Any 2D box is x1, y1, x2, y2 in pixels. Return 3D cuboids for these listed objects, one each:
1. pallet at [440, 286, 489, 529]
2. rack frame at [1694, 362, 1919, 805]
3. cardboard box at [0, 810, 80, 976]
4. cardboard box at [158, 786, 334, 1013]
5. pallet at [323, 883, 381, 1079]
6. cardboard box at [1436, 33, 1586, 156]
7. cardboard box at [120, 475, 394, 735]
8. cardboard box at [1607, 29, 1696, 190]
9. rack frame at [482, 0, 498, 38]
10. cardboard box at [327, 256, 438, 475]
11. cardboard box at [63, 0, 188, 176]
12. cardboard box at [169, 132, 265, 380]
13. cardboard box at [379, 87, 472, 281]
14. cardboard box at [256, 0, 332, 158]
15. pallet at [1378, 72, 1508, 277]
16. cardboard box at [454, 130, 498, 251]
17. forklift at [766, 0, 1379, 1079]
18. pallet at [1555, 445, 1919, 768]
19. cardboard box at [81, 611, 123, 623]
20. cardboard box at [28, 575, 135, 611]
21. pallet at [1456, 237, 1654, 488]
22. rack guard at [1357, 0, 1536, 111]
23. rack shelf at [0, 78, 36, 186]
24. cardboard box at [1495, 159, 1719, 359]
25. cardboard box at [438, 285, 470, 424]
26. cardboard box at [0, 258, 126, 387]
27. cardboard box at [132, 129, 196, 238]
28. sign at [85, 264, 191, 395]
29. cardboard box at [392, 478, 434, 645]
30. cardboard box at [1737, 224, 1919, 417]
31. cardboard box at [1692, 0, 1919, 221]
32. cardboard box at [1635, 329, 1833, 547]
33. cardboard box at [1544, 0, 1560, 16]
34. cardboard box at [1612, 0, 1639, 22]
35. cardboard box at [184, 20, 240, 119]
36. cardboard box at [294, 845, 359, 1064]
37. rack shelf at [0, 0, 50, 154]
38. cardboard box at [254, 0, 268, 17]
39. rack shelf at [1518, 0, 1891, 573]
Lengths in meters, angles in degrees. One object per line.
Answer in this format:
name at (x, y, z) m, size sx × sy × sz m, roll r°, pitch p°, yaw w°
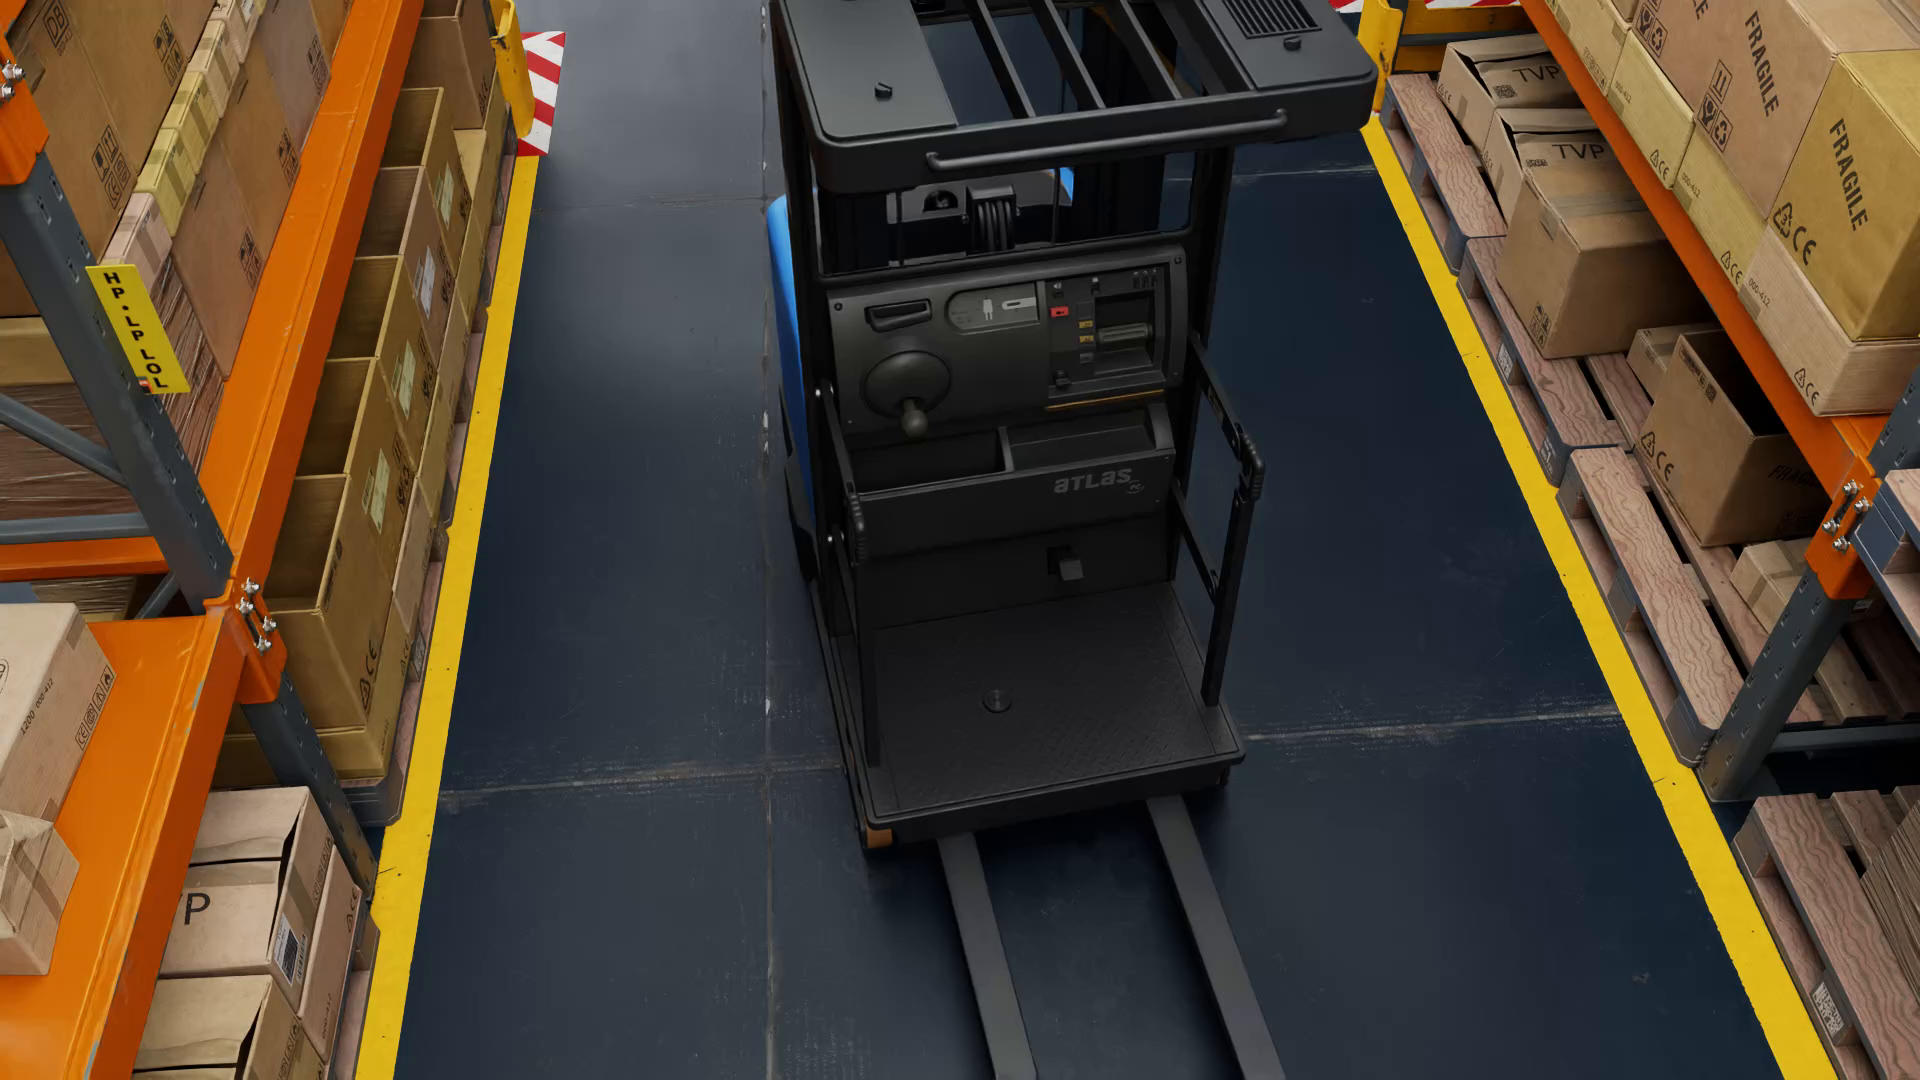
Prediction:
pallet at (-2.319, -0.511, 6.088) m, size 1.003 × 0.211 × 1.213 m, roll -3°, pitch 47°, yaw -3°
rack frame at (2.747, -0.311, 3.979) m, size 1.000 × 3.000 × 0.127 m, roll -3°, pitch 47°, yaw -3°
cardboard box at (-1.932, 0.664, 3.148) m, size 0.396 × 0.266 × 0.258 m, roll -5°, pitch 47°, yaw -4°
cardboard box at (-1.869, 0.877, 4.072) m, size 0.500 × 0.311 × 0.500 m, roll -3°, pitch 47°, yaw -3°
pallet at (-2.088, 1.482, 4.201) m, size 1.003 × 0.211 × 1.213 m, roll -3°, pitch 47°, yaw -3°
cardboard box at (2.380, -1.926, 7.057) m, size 0.500 × 0.311 × 0.500 m, roll -8°, pitch 47°, yaw -8°
cardboard box at (-1.916, 0.182, 4.600) m, size 0.500 × 0.500 × 0.500 m, roll -3°, pitch 47°, yaw -3°
cardboard box at (2.314, -1.314, 5.018) m, size 0.500 × 0.250 × 0.500 m, roll -4°, pitch 47°, yaw -4°
rack frame at (-2.524, -2.901, 6.432) m, size 1.000 × 3.000 × 0.127 m, roll -3°, pitch 47°, yaw -3°
cardboard box at (-2.000, -0.542, 5.285) m, size 0.500 × 0.500 × 0.500 m, roll -3°, pitch 47°, yaw -3°
cardboard box at (-2.276, -1.174, 3.833) m, size 0.700 × 0.500 × 0.500 m, roll -4°, pitch 47°, yaw -3°
cardboard box at (-2.283, -0.743, 4.319) m, size 0.700 × 0.500 × 0.500 m, roll -4°, pitch 47°, yaw -4°
cardboard box at (-2.084, -1.265, 5.971) m, size 0.500 × 0.500 × 0.500 m, roll -3°, pitch 47°, yaw -3°
cardboard box at (-2.365, -1.477, 5.014) m, size 0.700 × 0.500 × 0.500 m, roll -2°, pitch 47°, yaw -2°
pallet at (2.451, -1.601, 7.121) m, size 1.003 × 0.211 × 1.213 m, roll -3°, pitch 47°, yaw -3°
cardboard box at (-2.131, -1.369, 6.585) m, size 0.500 × 0.250 × 0.500 m, roll -3°, pitch 47°, yaw -3°
forklift at (0.181, -0.409, 4.119) m, size 1.130 × 2.935 × 3.031 m, roll -9°, pitch 47°, yaw -8°
pallet at (2.656, 0.164, 5.449) m, size 1.003 × 0.211 × 1.213 m, roll -3°, pitch 47°, yaw -3°
cardboard box at (-2.446, 0.472, 4.842) m, size 0.500 × 0.250 × 0.500 m, roll -3°, pitch 47°, yaw -3°
cardboard box at (-2.476, -0.149, 4.913) m, size 0.500 × 0.500 × 0.500 m, roll -3°, pitch 47°, yaw -3°
pallet at (2.550, -0.721, 6.287) m, size 1.003 × 0.211 × 1.213 m, roll -3°, pitch 47°, yaw -3°
rack guard at (2.419, -2.290, 7.575) m, size 1.175 × 0.500 × 0.348 m, roll -3°, pitch 47°, yaw -3°
rack shelf at (-2.022, 0.656, 1.492) m, size 1.077 × 0.370 × 4.000 m, roll -3°, pitch 47°, yaw -3°
cardboard box at (2.440, -1.044, 6.092) m, size 0.700 × 0.500 × 0.500 m, roll -6°, pitch 47°, yaw -6°
cardboard box at (-2.047, -0.646, 5.900) m, size 0.500 × 0.250 × 0.500 m, roll -3°, pitch 47°, yaw -3°
cardboard box at (-2.018, -0.471, 3.614) m, size 0.380 × 0.149 × 0.250 m, roll -4°, pitch 47°, yaw -3°
cardboard box at (-2.063, -0.839, 3.963) m, size 0.380 × 0.149 × 0.250 m, roll -5°, pitch 47°, yaw -4°
sign at (-1.649, -0.418, 3.337) m, size 0.100 × 0.325 × 0.005 m, roll -3°, pitch 47°, yaw -3°
cardboard box at (-1.962, 0.078, 5.215) m, size 0.500 × 0.250 × 0.500 m, roll -3°, pitch 47°, yaw -3°
cardboard box at (2.405, -0.590, 4.333) m, size 0.500 × 0.250 × 0.500 m, roll -3°, pitch 47°, yaw -3°
cardboard box at (2.352, -1.208, 4.401) m, size 0.500 × 0.500 × 0.500 m, roll -4°, pitch 47°, yaw -4°
cardboard box at (2.620, -0.351, 5.435) m, size 0.500 × 0.500 × 0.500 m, roll -7°, pitch 47°, yaw -6°
cardboard box at (2.231, -2.044, 5.710) m, size 0.500 × 0.250 × 0.500 m, roll -4°, pitch 47°, yaw -4°
cardboard box at (2.276, -1.949, 5.103) m, size 0.500 × 0.500 × 0.500 m, roll -2°, pitch 47°, yaw -2°
cardboard box at (-2.105, -1.210, 4.314) m, size 0.380 × 0.149 × 0.250 m, roll -5°, pitch 47°, yaw -5°
cardboard box at (-1.865, 1.076, 4.269) m, size 0.500 × 0.250 × 0.500 m, roll -4°, pitch 47°, yaw -4°
rack shelf at (-2.356, -2.238, 4.233) m, size 1.077 × 0.370 × 4.000 m, roll -3°, pitch 47°, yaw -3°
cardboard box at (-2.152, -1.591, 4.675) m, size 0.380 × 0.149 × 0.250 m, roll -4°, pitch 47°, yaw -4°
rack shelf at (2.580, -1.511, 5.610) m, size 1.077 × 0.370 × 4.000 m, roll -3°, pitch 47°, yaw -3°
